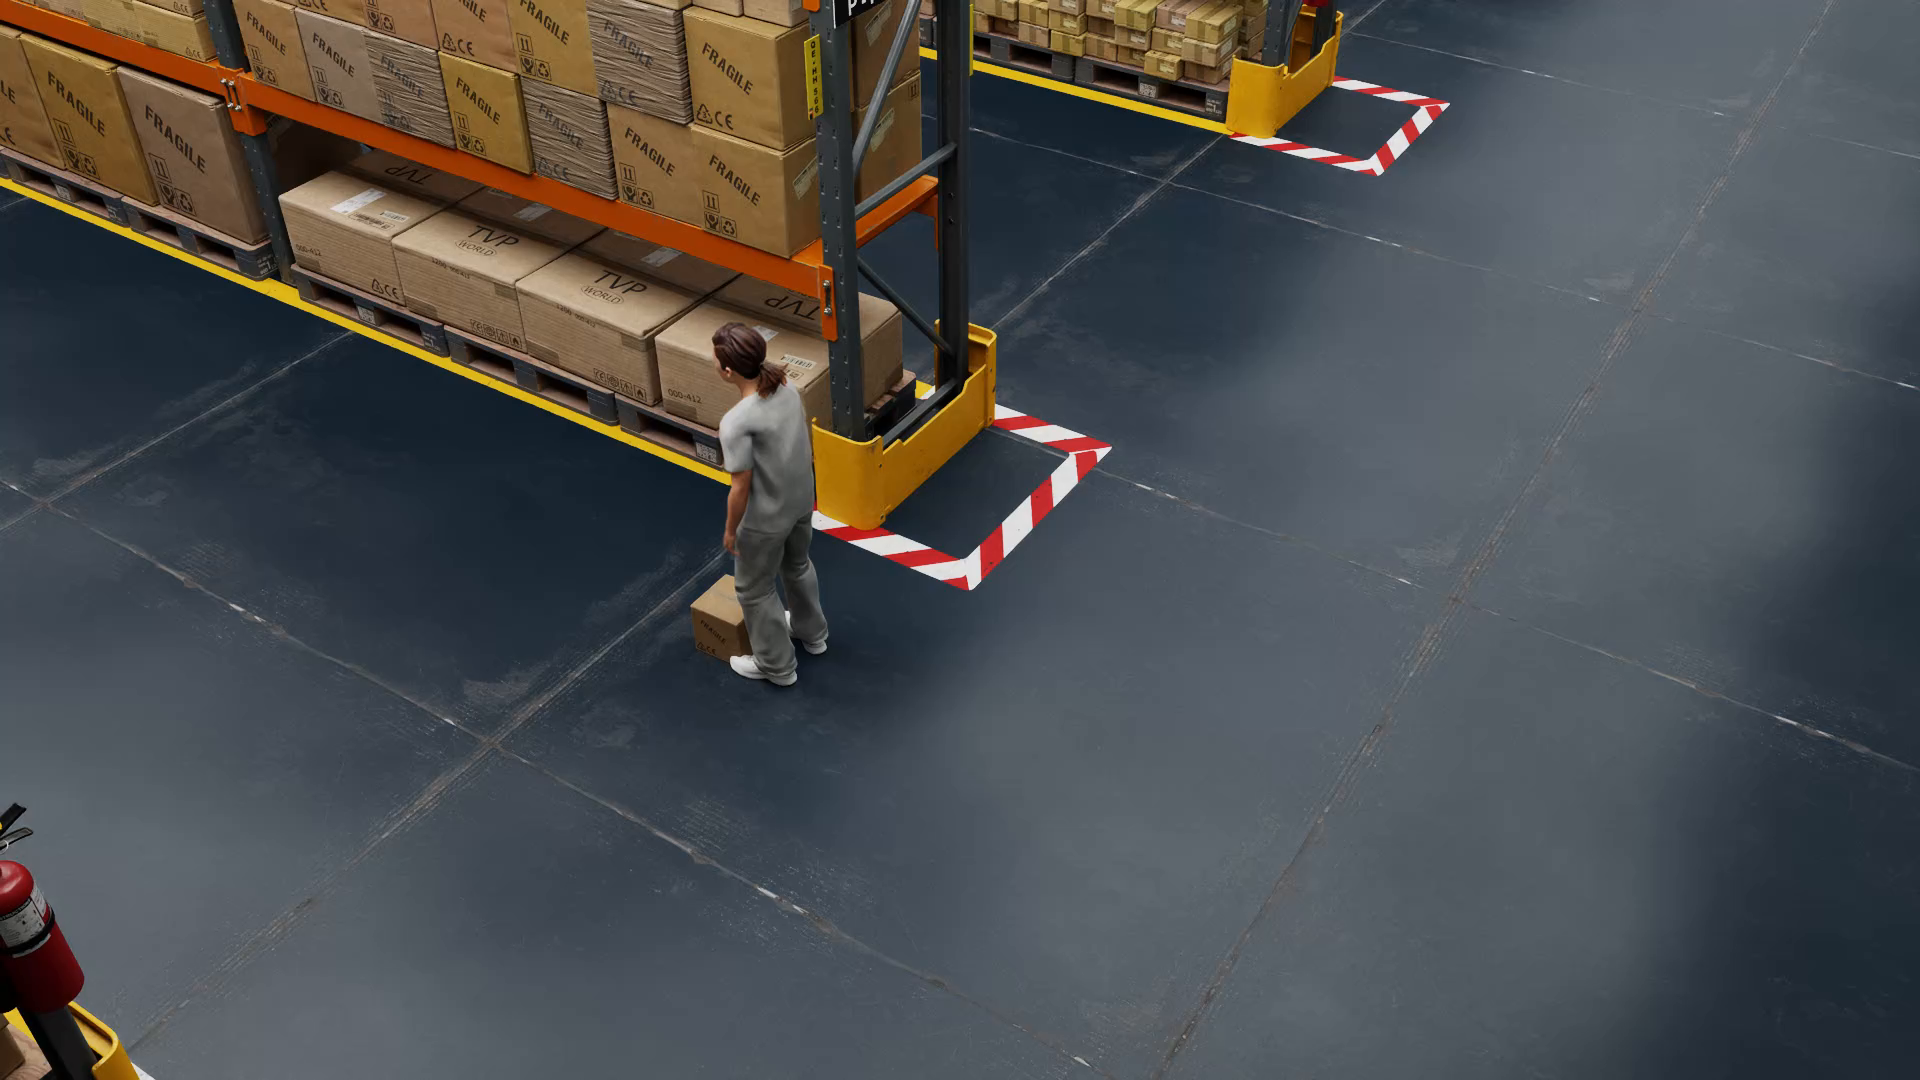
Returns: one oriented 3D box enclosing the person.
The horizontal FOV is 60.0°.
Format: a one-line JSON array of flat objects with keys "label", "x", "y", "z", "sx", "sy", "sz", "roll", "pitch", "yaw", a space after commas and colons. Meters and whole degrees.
[{"label": "person", "x": -0.766, "y": -0.129, "z": 6.654, "sx": 0.353, "sy": 1.673, "sz": 0.493, "roll": 21, "pitch": 43, "yaw": 24}]
